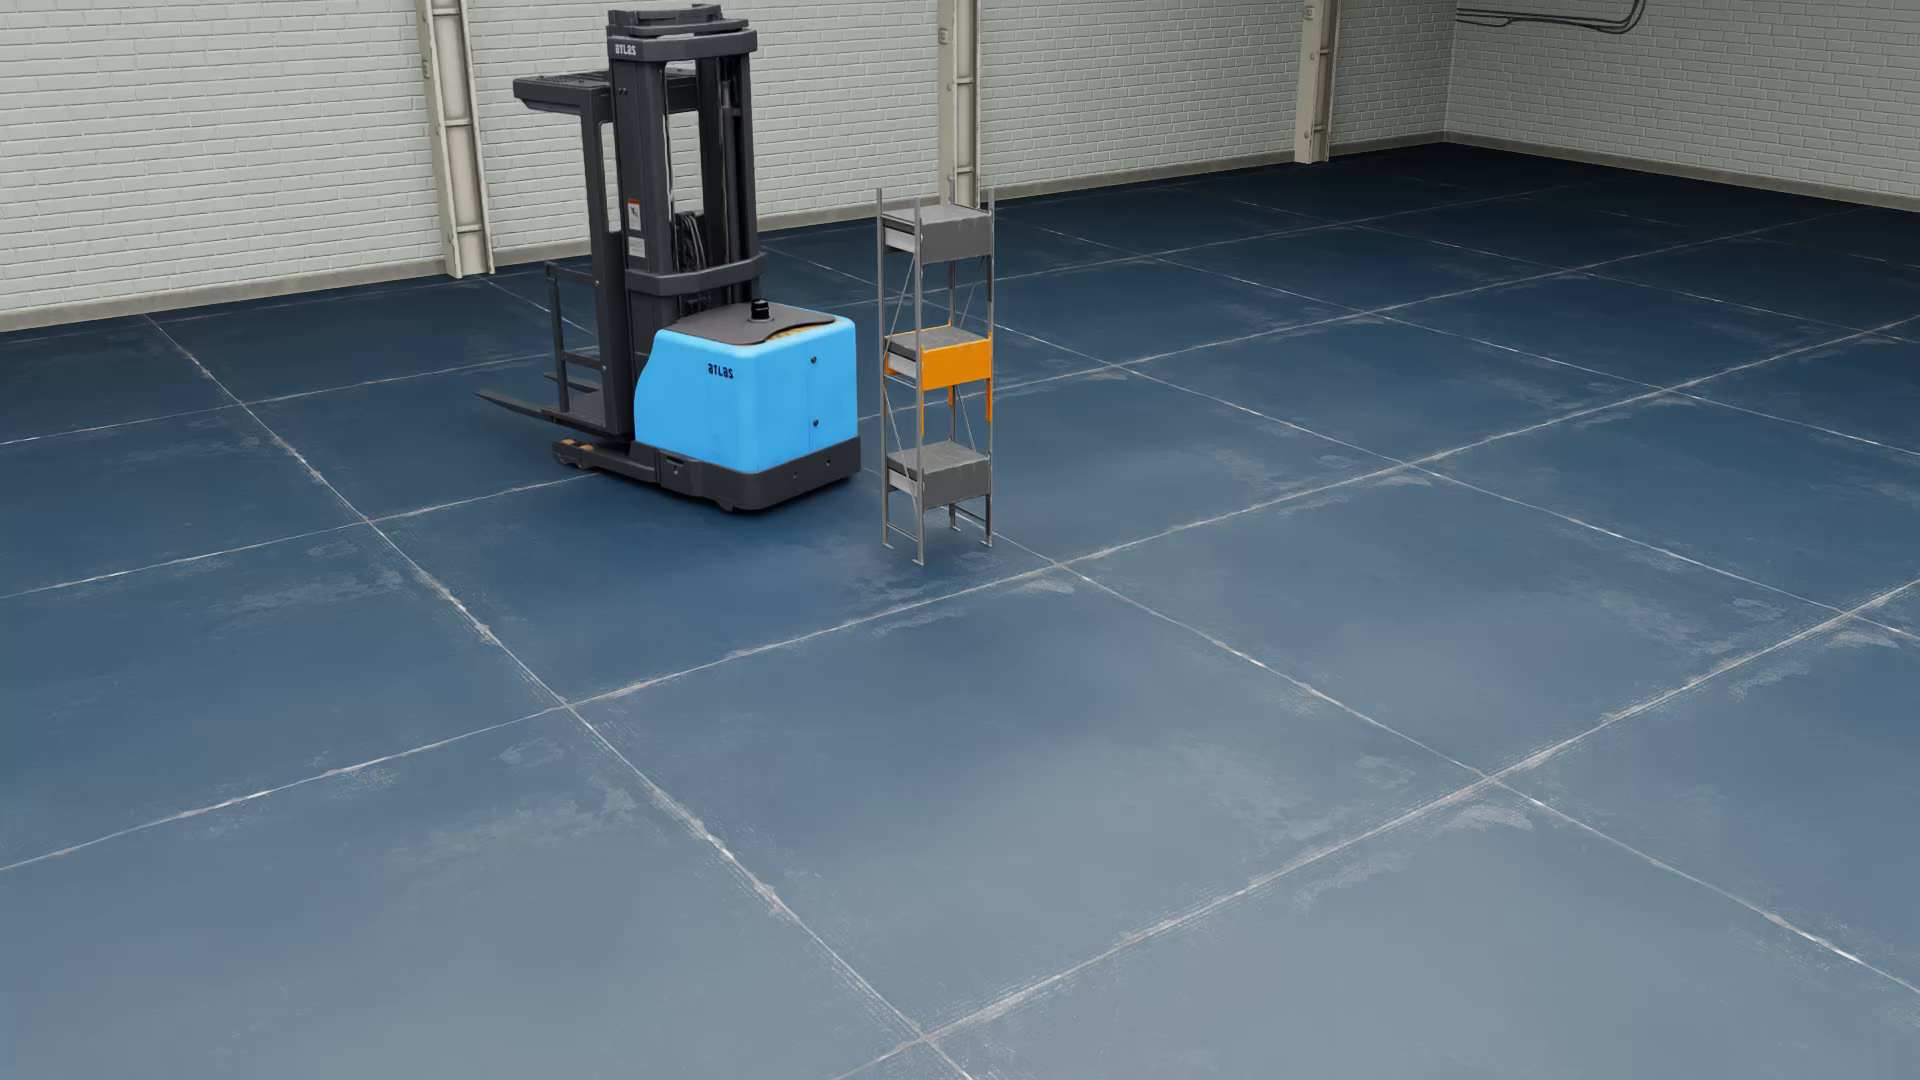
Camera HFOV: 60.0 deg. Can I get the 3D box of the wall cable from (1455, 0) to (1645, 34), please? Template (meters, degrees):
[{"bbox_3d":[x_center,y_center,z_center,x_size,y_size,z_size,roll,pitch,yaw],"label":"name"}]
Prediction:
[{"bbox_3d":[8.029,-8.236,22.585,0.112,2.526,3.097,-15,26,-33],"label":"wall cable"}]

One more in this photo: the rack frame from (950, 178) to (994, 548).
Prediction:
[{"bbox_3d":[0.064,-0.992,9.550,0.015,2.100,0.400,-15,26,-33],"label":"rack frame"}]

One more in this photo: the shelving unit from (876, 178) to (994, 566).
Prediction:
[{"bbox_3d":[-0.134,-0.939,9.417,0.503,2.100,0.431,-15,26,-33],"label":"shelving unit"}]

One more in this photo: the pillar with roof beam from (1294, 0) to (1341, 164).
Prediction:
[{"bbox_3d":[7.379,-8.143,18.162,0.400,9.000,9.100,-15,26,-33],"label":"pillar with roof beam"}]

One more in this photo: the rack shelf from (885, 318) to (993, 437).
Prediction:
[{"bbox_3d":[-0.134,-0.927,9.422,0.480,0.518,0.431,-15,26,-33],"label":"rack shelf"}]

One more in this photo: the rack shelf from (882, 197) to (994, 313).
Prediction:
[{"bbox_3d":[-0.134,-1.577,9.163,0.480,0.518,0.431,-15,26,-33],"label":"rack shelf"}]

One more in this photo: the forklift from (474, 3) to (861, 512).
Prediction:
[{"bbox_3d":[-2.112,-1.963,10.861,3.031,2.935,1.130,17,27,36],"label":"forklift"}]

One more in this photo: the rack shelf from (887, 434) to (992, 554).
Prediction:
[{"bbox_3d":[-0.134,-0.277,9.682,0.480,0.518,0.431,-15,26,-33],"label":"rack shelf"}]

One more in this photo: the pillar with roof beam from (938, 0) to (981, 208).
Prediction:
[{"bbox_3d":[2.509,-6.845,14.908,0.400,9.000,9.100,-15,26,-33],"label":"pillar with roof beam"}]

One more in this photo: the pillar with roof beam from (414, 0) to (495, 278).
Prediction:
[{"bbox_3d":[-2.362,-5.546,11.653,0.400,9.000,9.100,-15,26,-33],"label":"pillar with roof beam"}]

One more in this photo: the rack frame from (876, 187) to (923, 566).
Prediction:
[{"bbox_3d":[-0.332,-0.887,9.285,0.015,2.100,0.400,-15,26,-33],"label":"rack frame"}]
